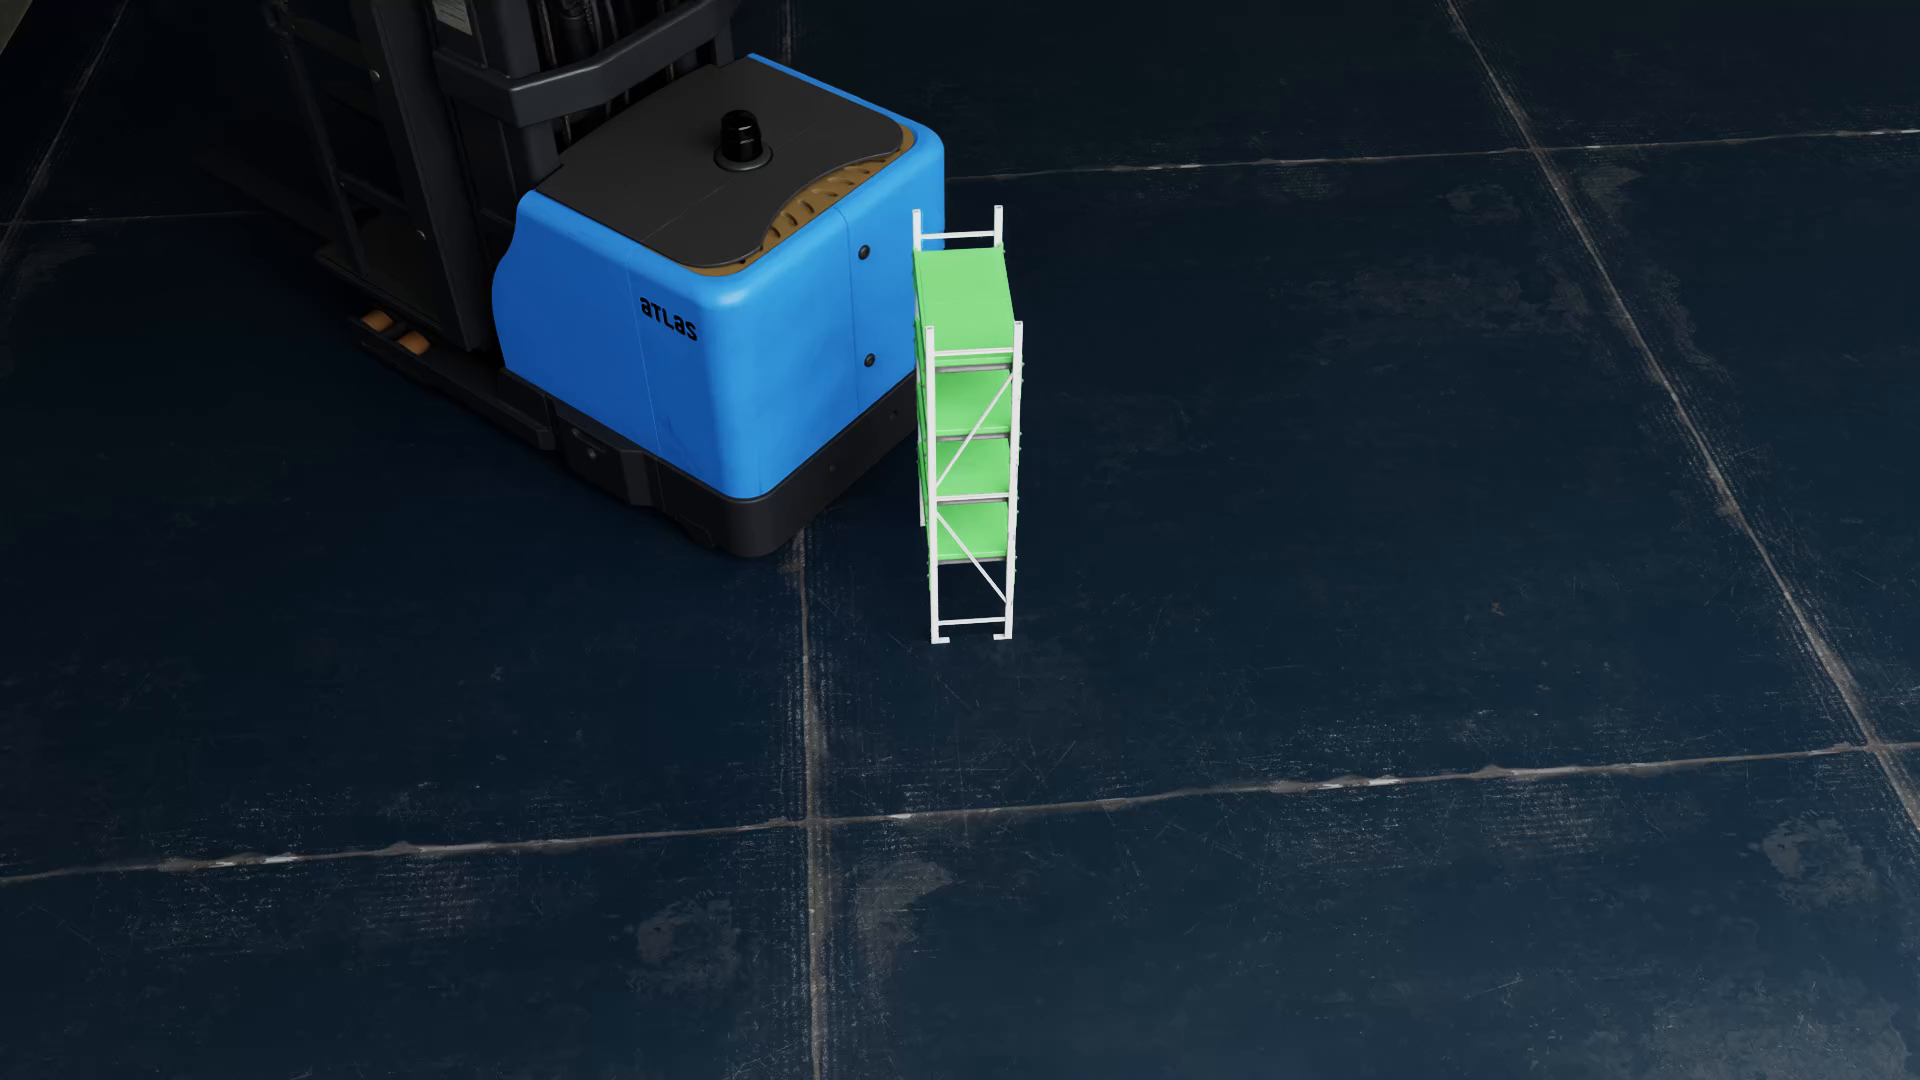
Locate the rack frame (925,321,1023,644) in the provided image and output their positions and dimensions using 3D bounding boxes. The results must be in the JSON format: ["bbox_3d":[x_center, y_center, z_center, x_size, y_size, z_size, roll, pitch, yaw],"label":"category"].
[{"bbox_3d":[0.034,-0.116,4.534,0.240,1.200,0.015,-3,47,-3],"label":"rack frame"}]

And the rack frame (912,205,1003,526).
[{"bbox_3d":[-0.007,-0.469,4.868,0.240,1.200,0.015,-3,47,-3],"label":"rack frame"}]

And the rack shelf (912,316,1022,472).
[{"bbox_3d":[0.014,-0.414,4.573,0.258,0.148,0.480,-3,47,-3],"label":"rack shelf"}]

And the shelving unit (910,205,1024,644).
[{"bbox_3d":[0.014,-0.293,4.701,0.258,1.200,0.503,-3,47,-3],"label":"shelving unit"}]

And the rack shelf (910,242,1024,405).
[{"bbox_3d":[0.014,-0.579,4.399,0.258,0.148,0.480,-3,47,-3],"label":"rack shelf"}]

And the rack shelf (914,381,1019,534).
[{"bbox_3d":[0.014,-0.249,4.747,0.258,0.148,0.480,-3,47,-3],"label":"rack shelf"}]

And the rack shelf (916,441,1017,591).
[{"bbox_3d":[0.014,-0.084,4.922,0.258,0.148,0.480,-3,47,-3],"label":"rack shelf"}]

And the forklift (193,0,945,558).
[{"bbox_3d":[-1.512,-1.840,4.974,3.031,2.935,1.130,29,53,25],"label":"forklift"}]
